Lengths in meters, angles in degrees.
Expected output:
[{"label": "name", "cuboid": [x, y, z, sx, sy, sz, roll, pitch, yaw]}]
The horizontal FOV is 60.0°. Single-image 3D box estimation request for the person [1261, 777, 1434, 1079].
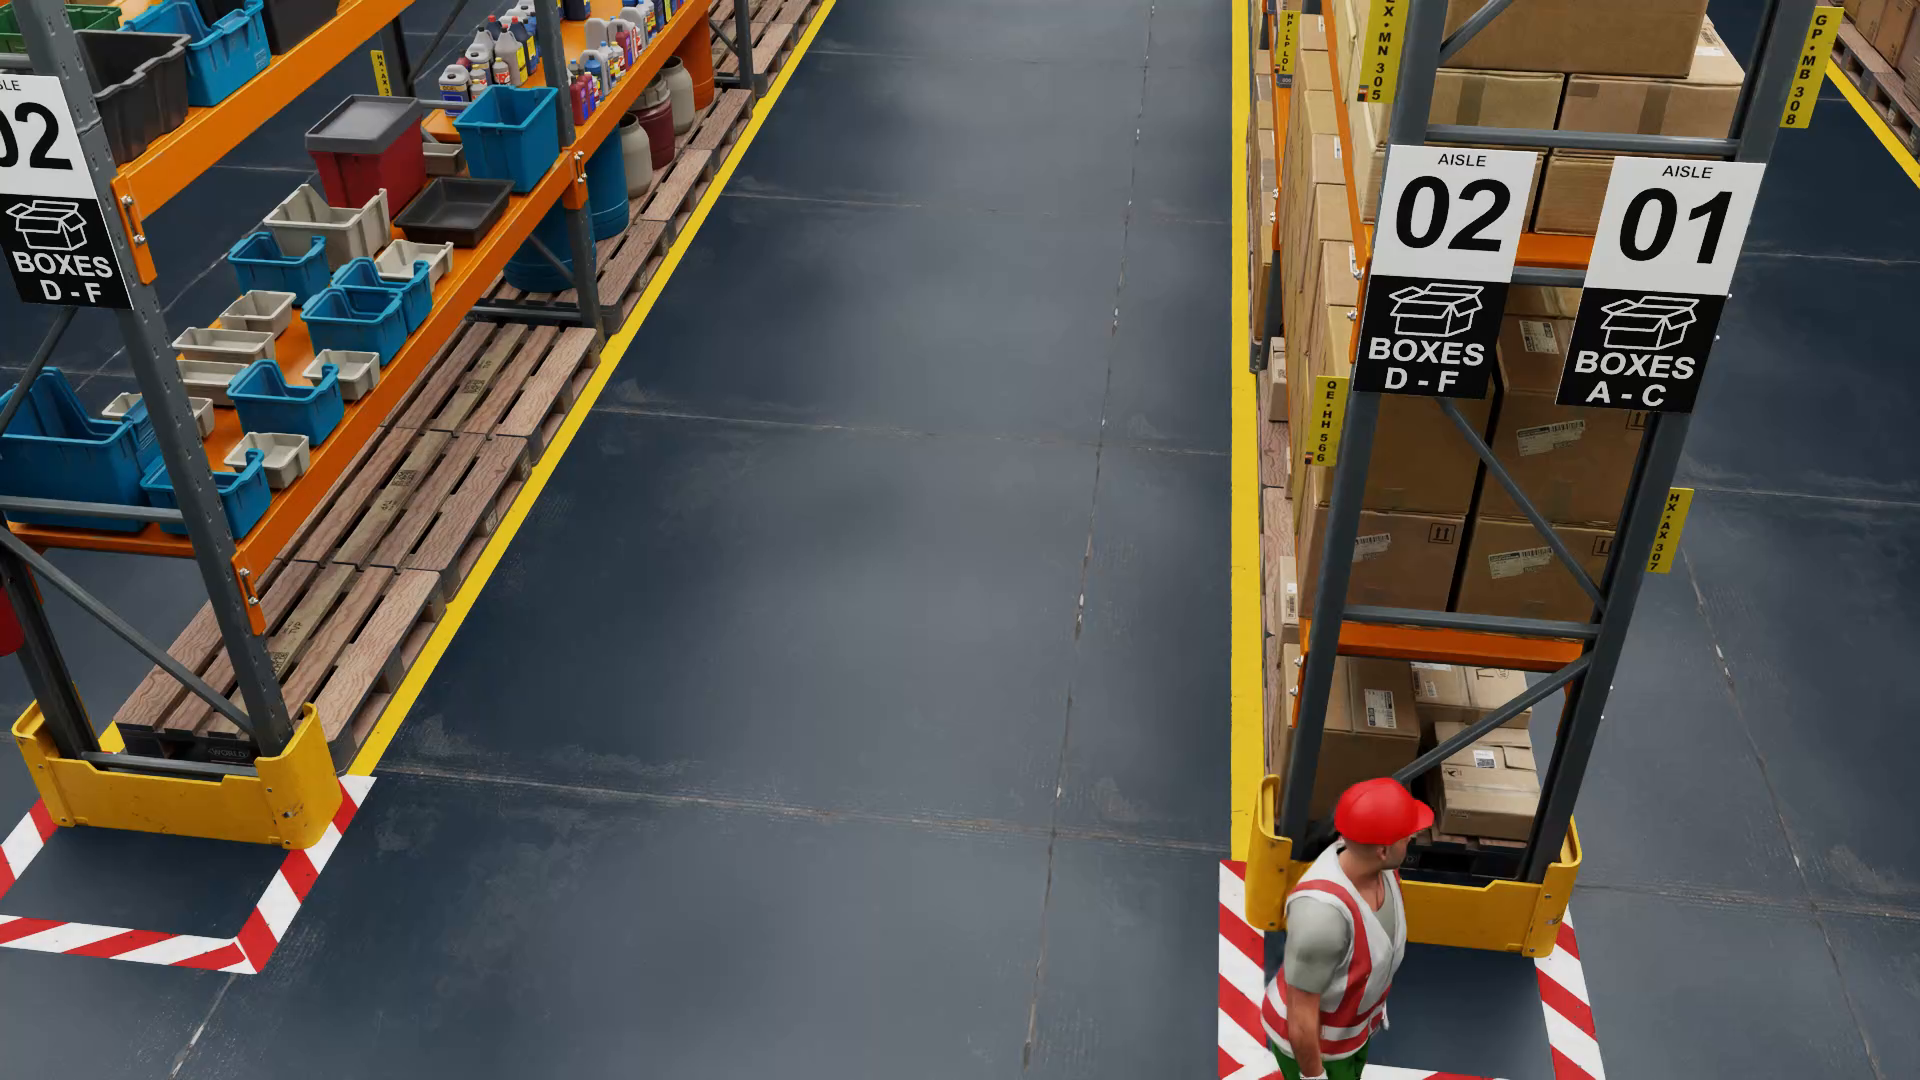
[{"label": "person", "cuboid": [1.119, 1.474, 4.947, 0.438, 1.774, 0.658, 25, 43, 31]}]
